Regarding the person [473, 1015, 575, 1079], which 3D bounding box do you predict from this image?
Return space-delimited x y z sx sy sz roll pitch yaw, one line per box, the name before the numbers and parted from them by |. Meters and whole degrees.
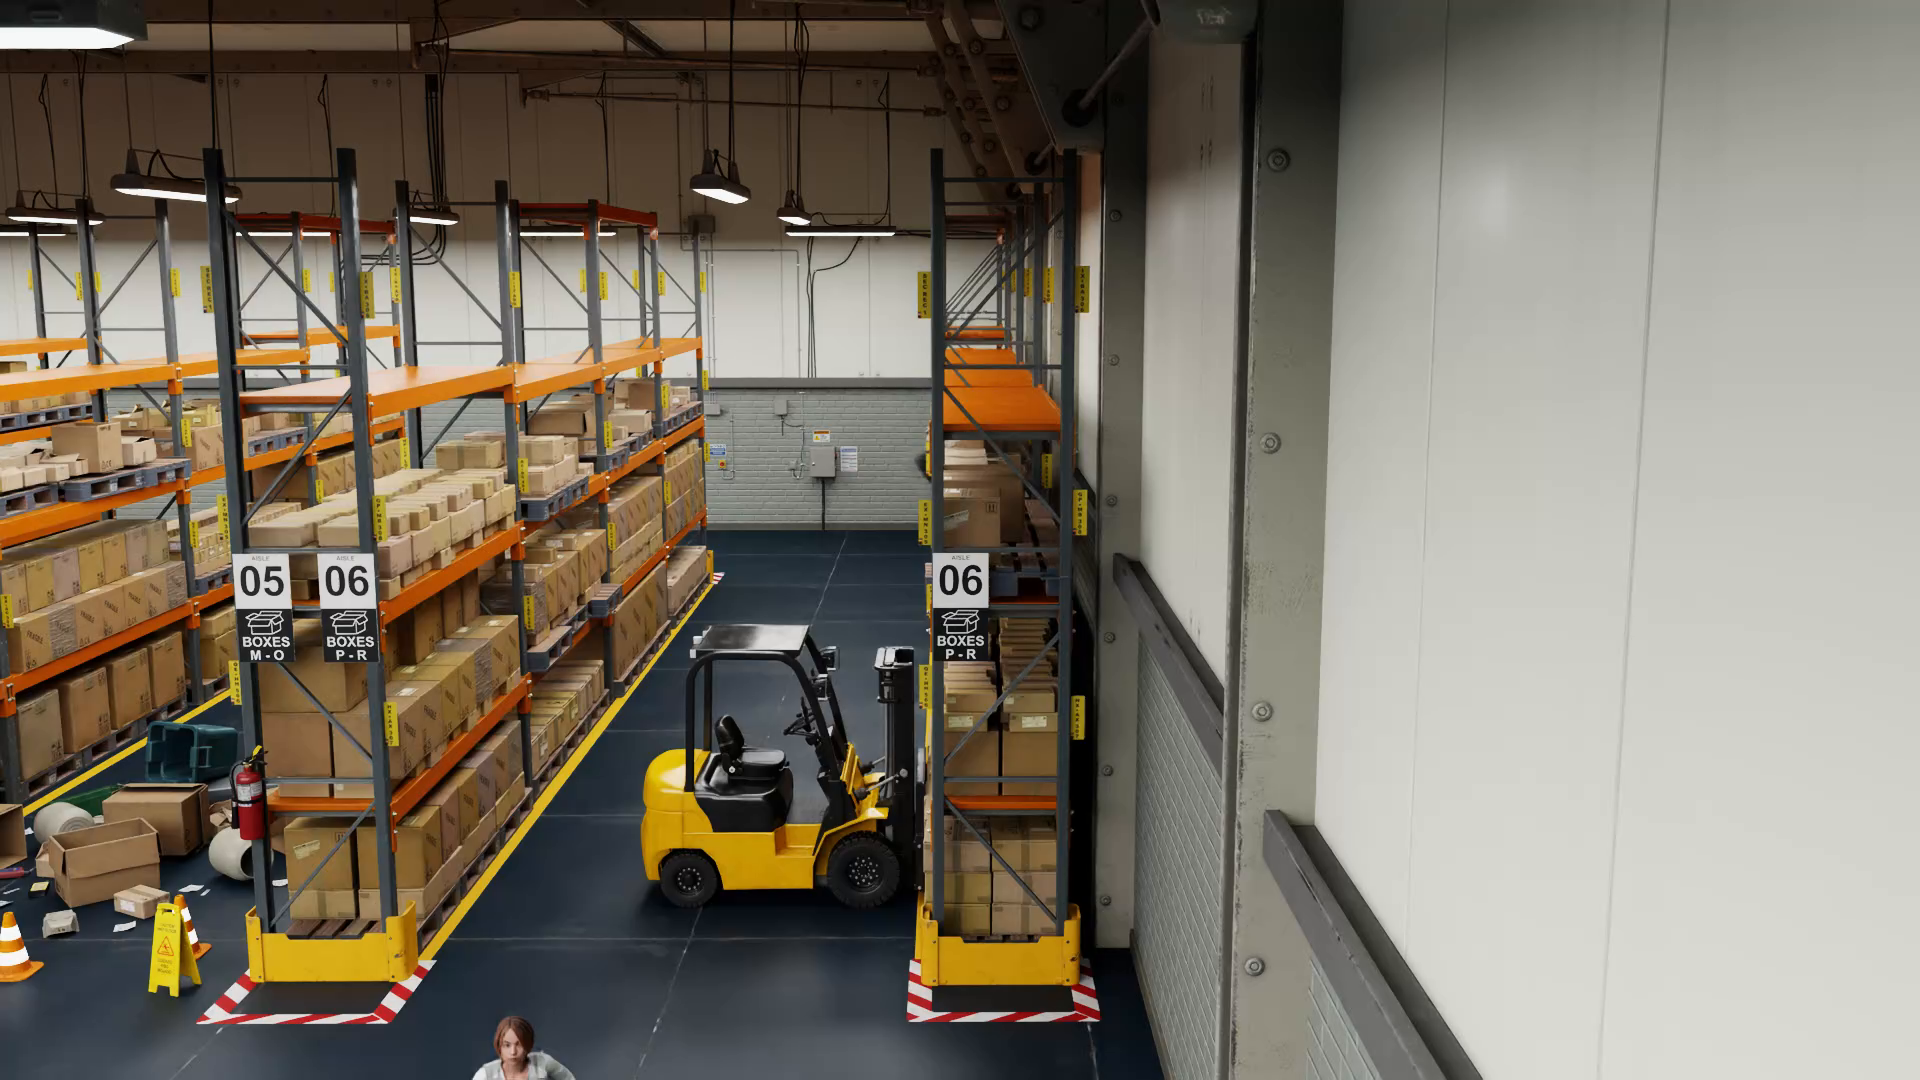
person | -2.166 3.088 8.172 0.575 1.631 0.771 -2 9 -15
